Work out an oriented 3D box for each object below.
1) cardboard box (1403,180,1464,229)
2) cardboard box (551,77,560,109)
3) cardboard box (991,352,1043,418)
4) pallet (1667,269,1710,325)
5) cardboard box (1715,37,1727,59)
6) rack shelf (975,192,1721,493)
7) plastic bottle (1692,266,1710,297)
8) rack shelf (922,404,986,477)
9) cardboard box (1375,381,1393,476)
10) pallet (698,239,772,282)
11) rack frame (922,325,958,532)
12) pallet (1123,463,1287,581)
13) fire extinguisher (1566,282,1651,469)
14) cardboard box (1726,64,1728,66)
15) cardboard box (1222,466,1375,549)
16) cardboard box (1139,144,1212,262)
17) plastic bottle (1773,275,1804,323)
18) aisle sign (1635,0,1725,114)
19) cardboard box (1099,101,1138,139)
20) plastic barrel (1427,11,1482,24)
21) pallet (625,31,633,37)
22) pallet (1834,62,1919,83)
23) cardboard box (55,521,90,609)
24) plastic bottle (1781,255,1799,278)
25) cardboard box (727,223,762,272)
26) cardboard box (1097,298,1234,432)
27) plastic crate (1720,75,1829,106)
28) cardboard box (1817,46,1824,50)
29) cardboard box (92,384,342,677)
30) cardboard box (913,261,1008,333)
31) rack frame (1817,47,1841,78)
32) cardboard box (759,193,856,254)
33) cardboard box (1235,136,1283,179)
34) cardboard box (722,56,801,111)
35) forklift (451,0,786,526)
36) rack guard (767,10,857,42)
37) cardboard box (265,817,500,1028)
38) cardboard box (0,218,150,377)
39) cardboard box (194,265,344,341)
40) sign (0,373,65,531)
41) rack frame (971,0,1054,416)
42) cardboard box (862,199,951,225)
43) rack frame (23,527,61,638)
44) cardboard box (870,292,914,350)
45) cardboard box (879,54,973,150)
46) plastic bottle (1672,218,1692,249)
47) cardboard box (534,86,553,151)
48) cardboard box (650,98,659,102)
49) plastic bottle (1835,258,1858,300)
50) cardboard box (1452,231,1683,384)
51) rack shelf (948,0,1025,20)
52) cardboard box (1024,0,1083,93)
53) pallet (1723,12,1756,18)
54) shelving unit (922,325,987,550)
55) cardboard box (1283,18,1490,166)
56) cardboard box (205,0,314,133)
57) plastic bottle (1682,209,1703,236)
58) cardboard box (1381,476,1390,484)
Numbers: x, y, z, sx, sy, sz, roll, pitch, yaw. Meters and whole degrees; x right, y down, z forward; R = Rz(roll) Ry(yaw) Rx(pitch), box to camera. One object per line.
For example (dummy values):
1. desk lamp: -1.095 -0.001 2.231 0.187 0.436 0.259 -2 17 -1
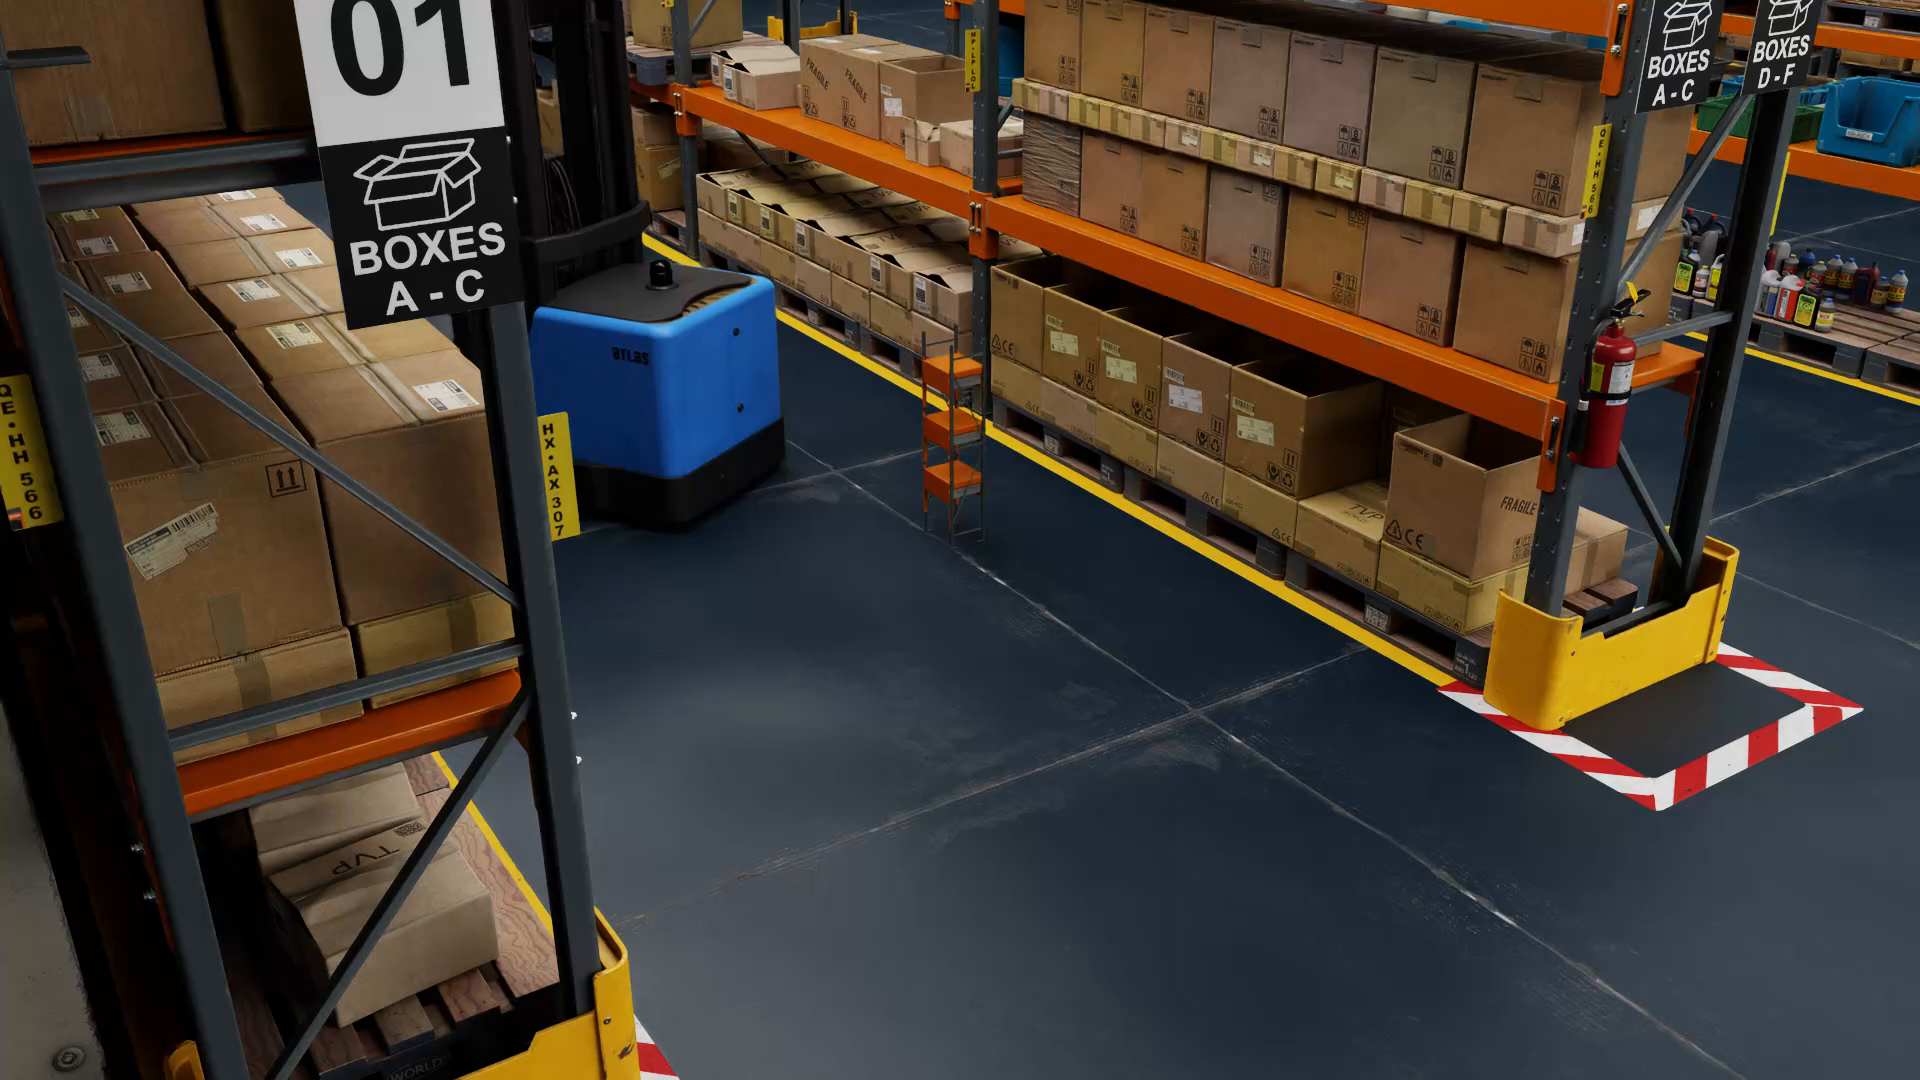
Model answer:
1. cardboard box: 2.053 -1.404 6.844 0.380 0.149 0.250 -16 30 -30
2. cardboard box: -3.240 -3.901 14.545 0.500 0.250 0.500 -15 29 -29
3. cardboard box: 0.520 -0.929 9.444 0.500 0.250 0.500 -16 29 -30
4. pallet: 5.005 -1.862 11.956 1.003 0.211 1.213 -16 29 -30
5. cardboard box: 7.329 -4.945 16.756 0.500 0.250 0.500 -12 28 -24
6. rack shelf: 1.613 -1.179 8.086 1.077 0.370 4.000 -16 29 -30
7. plastic bottle: 5.004 -1.746 11.208 0.097 0.201 0.097 0 25 0
8. rack shelf: -0.029 -0.484 8.081 0.215 0.259 0.240 -16 29 -30
9. cardboard box: 2.040 -0.672 8.021 0.500 0.500 0.500 -16 29 -30
10. pallet: -1.246 -2.086 12.431 1.003 0.211 1.213 -16 29 -30
11. rack frame: -0.096 -0.538 8.169 0.200 1.050 0.008 -16 29 -30
12. pallet: 1.590 -0.228 8.495 1.003 0.211 1.213 -16 29 -30
13. fire extinguisher: 2.380 -0.603 6.115 0.296 0.674 0.183 -16 29 -30
14. cardboard box: 7.336 -4.596 16.894 0.700 0.500 0.500 -18 31 -34
15. cardboard box: 1.607 -0.213 7.926 0.500 0.250 0.500 -16 29 -30
16. cardboard box: 1.333 -1.740 8.315 0.700 0.500 0.500 -15 29 -29
17. plastic bottle: 5.373 -1.560 10.727 0.152 0.276 0.135 -15 29 -29
18. aisle sign: 2.495 -1.872 5.668 0.394 0.787 0.004 -16 29 -30
19. cardboard box: 0.930 -2.142 8.406 0.380 0.149 0.250 -16 30 -30
20. plastic barrel: 3.935 -4.090 13.250 0.433 0.535 0.433 0 25 0
21. pallet: -2.728 -4.258 13.991 1.003 0.211 1.213 -16 29 -30
22. pallet: 11.218 -5.517 19.699 1.003 0.211 1.213 -16 29 -30
23. cardboard box: -2.432 -0.058 5.022 0.500 0.250 0.500 -16 30 -30
24. plastic bottle: 5.720 -1.864 11.457 0.097 0.201 0.097 0 25 0
25. cardboard box: -1.347 -2.161 12.054 0.500 0.250 0.500 -16 30 -31
26. cardboard box: 1.058 -0.909 8.522 0.500 0.500 0.500 -16 29 -30
27. plastic crate: 5.505 -2.973 11.218 0.499 0.251 0.616 -16 29 -30
28. cardboard box: 10.678 -6.449 20.844 0.500 0.500 0.500 -17 30 -32
29. cardboard box: -1.879 -0.032 4.089 0.500 0.500 0.500 -16 30 -30
30. cardboard box: 0.060 -1.498 9.991 0.500 0.311 0.500 -16 29 -30
31. rack frame: 10.851 -7.077 19.738 1.000 3.000 0.127 -16 29 -30
32. cardboard box: -1.052 -2.226 11.533 0.500 0.311 0.500 -16 30 -31
33. cardboard box: 1.488 -1.774 7.627 0.380 0.149 0.250 -16 30 -30
34. cardboard box: -1.336 -3.245 11.724 0.500 0.311 0.500 -16 30 -30
35. forklift: -2.501 -1.816 8.674 3.031 2.935 1.130 12 28 24
36. rack guard: -1.901 -6.540 21.528 1.175 0.500 0.348 -16 29 -30
37. cardboard box: -1.746 1.115 5.018 0.500 0.311 0.500 -19 32 -35
38. cardboard box: -2.999 -0.762 5.634 0.500 0.500 0.500 -15 29 -28
39. cardboard box: -1.990 -0.520 5.121 0.500 0.500 0.500 -17 30 -31
40. sign: -1.919 -0.177 3.396 0.100 0.325 0.005 -16 29 -30
41. rack frame: 0.521 -2.220 9.448 1.000 3.000 0.127 -16 29 -30
42. cardboard box: -0.336 -2.175 11.426 0.500 0.311 0.500 -15 29 -28
43. rack frame: -3.627 -1.064 7.000 1.000 3.000 0.127 -16 29 -30
44. cardboard box: -0.223 -1.428 10.501 0.500 0.250 0.500 -16 30 -30
45. cardboard box: -0.172 -2.732 10.416 0.500 0.500 0.500 -13 28 -26
46. plastic bottle: 5.146 -2.177 11.945 0.144 0.351 0.185 -16 29 -30
47. cardboard box: -3.786 -3.920 15.462 0.500 0.500 0.500 -17 30 -32
48. cardboard box: -2.800 -3.682 14.958 0.500 0.500 0.500 -15 29 -29
49. plastic bottle: 5.941 -1.751 11.136 0.097 0.271 0.097 0 25 0
50. cardboard box: 2.461 -1.004 6.756 0.700 0.500 0.500 -16 29 -30
51. rack shelf: 1.398 -5.193 16.590 1.077 0.370 4.000 -16 29 -30
52. cardboard box: 0.769 -2.694 8.817 0.700 0.500 0.500 -15 29 -29
53. pallet: 7.755 -5.172 15.928 1.003 0.211 1.213 -16 29 -30
54. shelving unit: -0.029 -0.494 8.077 0.215 1.050 0.252 -16 29 -30
55. cardboard box: 1.864 -1.977 7.296 0.700 0.500 0.500 -15 29 -29
56. cardboard box: -1.417 -1.222 3.680 0.500 0.500 0.500 -15 29 -28
57. plastic bottle: 5.267 -2.210 12.016 0.144 0.351 0.185 -16 30 -31
58. cardboard box: 2.323 -0.157 7.808 0.500 0.250 0.500 -16 29 -30
